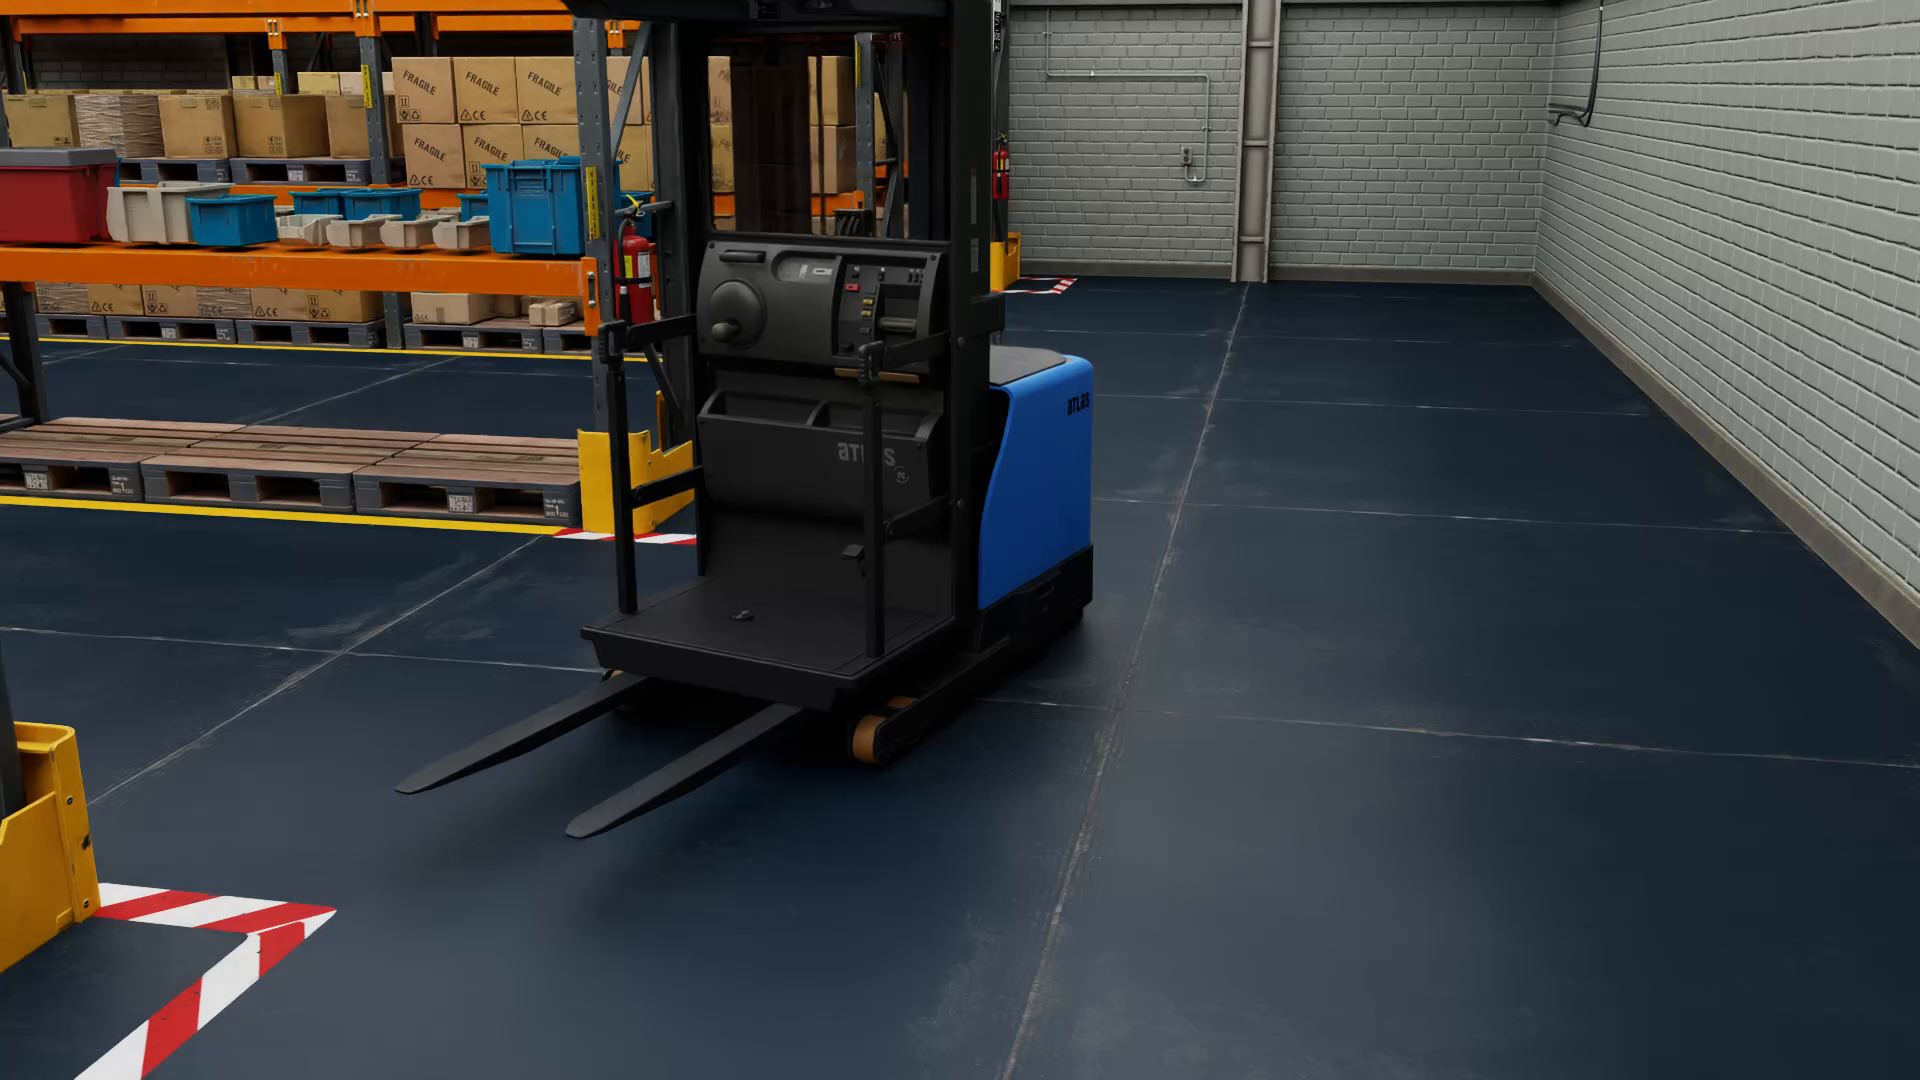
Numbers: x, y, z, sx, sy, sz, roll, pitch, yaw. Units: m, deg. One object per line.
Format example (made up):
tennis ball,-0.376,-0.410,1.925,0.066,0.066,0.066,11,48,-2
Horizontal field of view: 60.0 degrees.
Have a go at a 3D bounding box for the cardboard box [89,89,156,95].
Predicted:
cardboard box,-9.701,-5.022,19.490,0.500,0.500,0.700,5,16,19

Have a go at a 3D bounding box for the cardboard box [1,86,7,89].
cardboard box,-11.809,-5.234,20.107,0.500,0.500,0.500,3,16,10

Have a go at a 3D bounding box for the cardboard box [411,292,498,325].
cardboard box,-4.166,-1.971,13.703,0.500,0.311,0.500,3,16,11

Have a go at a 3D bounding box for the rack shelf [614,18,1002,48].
rack shelf,-1.591,-5.423,17.678,4.000,0.370,1.077,3,16,11

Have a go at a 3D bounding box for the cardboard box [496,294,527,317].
cardboard box,-3.919,-2.185,14.121,0.500,0.500,0.500,3,16,11

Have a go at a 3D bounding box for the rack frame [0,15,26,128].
rack frame,-8.454,-3.347,14.456,0.127,3.000,1.000,3,16,11

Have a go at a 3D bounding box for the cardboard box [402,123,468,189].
cardboard box,-4.089,-3.084,13.319,0.500,0.500,0.500,4,16,13

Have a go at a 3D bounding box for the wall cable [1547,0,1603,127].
wall cable,5.840,-5.218,15.788,0.112,2.526,3.097,3,16,11

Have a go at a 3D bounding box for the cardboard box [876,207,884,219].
cardboard box,-0.750,-3.511,17.730,0.250,0.149,0.380,4,16,13

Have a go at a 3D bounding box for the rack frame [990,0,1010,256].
rack frame,0.369,-4.217,17.598,0.127,3.000,1.000,3,16,11

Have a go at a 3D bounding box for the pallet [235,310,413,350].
pallet,-5.339,-1.824,14.180,1.213,0.211,1.003,3,16,11

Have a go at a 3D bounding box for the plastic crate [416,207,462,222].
plastic crate,-2.744,-1.702,8.898,0.298,0.136,0.250,3,16,11

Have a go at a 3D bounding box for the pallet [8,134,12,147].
pallet,-10.670,-4.685,19.644,1.213,0.211,1.003,3,16,11

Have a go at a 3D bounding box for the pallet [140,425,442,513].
pallet,-3.597,-0.401,9.046,1.213,0.211,1.003,3,16,11

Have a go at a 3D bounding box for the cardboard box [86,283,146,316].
cardboard box,-7.060,-2.201,14.177,0.500,0.500,0.500,3,16,10

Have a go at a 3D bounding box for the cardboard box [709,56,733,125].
cardboard box,-1.601,-3.430,12.694,0.500,0.500,0.500,4,16,13

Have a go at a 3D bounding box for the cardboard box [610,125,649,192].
cardboard box,-2.598,-3.004,13.029,0.500,0.500,0.500,3,16,10

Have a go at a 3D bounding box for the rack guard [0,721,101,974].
rack guard,-2.569,0.876,3.894,0.348,0.500,1.175,3,16,11

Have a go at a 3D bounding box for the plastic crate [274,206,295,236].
plastic crate,-3.759,-1.726,8.987,0.466,0.136,0.293,3,16,11

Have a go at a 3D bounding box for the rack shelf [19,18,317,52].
rack shelf,-9.430,-5.848,19.214,4.000,0.370,1.077,3,16,11

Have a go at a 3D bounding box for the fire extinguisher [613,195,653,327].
fire extinguisher,-1.548,-1.282,7.844,0.183,0.674,0.296,3,16,11

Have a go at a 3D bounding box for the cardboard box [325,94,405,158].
cardboard box,-4.954,-3.468,13.920,0.500,0.500,0.700,-2,16,-8

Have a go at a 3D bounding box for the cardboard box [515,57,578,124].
cardboard box,-3.119,-3.511,12.987,0.500,0.500,0.500,3,16,9

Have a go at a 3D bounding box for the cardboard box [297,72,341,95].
cardboard box,-7.049,-5.112,18.642,0.500,0.250,0.500,3,16,12

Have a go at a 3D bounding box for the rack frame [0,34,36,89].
rack frame,-11.390,-4.856,19.903,0.127,3.000,1.000,3,16,11

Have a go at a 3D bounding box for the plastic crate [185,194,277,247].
plastic crate,-3.669,-1.616,8.409,0.300,0.233,0.416,3,16,11

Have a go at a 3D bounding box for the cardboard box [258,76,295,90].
cardboard box,-7.815,-5.226,19.014,0.250,0.149,0.380,1,16,4

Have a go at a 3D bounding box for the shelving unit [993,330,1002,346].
shelving unit,0.052,-0.503,7.842,0.252,1.050,0.215,3,16,11

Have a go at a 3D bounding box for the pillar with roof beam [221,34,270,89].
pillar with roof beam,-9.430,-6.703,15.335,0.400,9.000,9.100,3,16,11

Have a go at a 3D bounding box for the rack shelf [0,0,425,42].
rack shelf,-6.494,-4.339,13.767,4.000,0.370,1.077,3,16,11

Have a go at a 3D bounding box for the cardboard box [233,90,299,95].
cardboard box,-7.933,-4.926,19.143,0.500,0.500,0.700,1,16,5

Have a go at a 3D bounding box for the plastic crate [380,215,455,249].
plastic crate,-2.721,-1.543,8.324,0.243,0.136,0.396,3,16,11

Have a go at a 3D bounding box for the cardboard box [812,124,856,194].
cardboard box,-1.108,-2.922,12.735,0.500,0.500,0.500,4,16,13

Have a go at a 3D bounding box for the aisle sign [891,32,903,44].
aisle sign,-0.489,-4.247,12.836,0.004,0.787,0.394,3,16,11

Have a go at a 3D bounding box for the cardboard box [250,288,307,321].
cardboard box,-5.558,-2.121,13.889,0.500,0.500,0.500,3,16,11

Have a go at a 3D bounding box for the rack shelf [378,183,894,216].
rack shelf,-2.574,-2.681,13.399,4.000,0.370,1.077,3,16,11

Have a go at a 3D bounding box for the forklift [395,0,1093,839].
forklift,-0.586,-0.819,5.457,1.130,2.935,3.031,8,17,26

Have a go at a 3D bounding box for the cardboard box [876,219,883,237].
cardboard box,-0.827,-3.253,18.012,0.500,0.500,0.700,3,16,11

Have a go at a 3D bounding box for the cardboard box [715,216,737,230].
cardboard box,-2.347,-3.334,18.304,0.500,0.500,0.700,3,16,11

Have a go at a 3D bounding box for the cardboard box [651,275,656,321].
cardboard box,-2.692,-2.044,13.606,0.637,0.503,0.797,3,16,11

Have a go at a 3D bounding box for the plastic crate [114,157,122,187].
plastic crate,-4.999,-1.924,9.237,0.575,0.384,0.392,3,16,11

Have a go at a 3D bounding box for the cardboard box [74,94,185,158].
cardboard box,-6.956,-3.495,14.016,0.500,0.500,0.700,6,17,22

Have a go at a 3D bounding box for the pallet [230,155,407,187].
pallet,-5.295,-3.113,13.970,1.213,0.211,1.003,3,16,11

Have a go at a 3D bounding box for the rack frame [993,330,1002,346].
rack frame,0.172,-0.497,7.818,0.008,1.050,0.200,3,16,11

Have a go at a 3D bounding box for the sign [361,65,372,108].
sign,-4.641,-3.547,13.008,0.005,0.325,0.100,3,16,11
